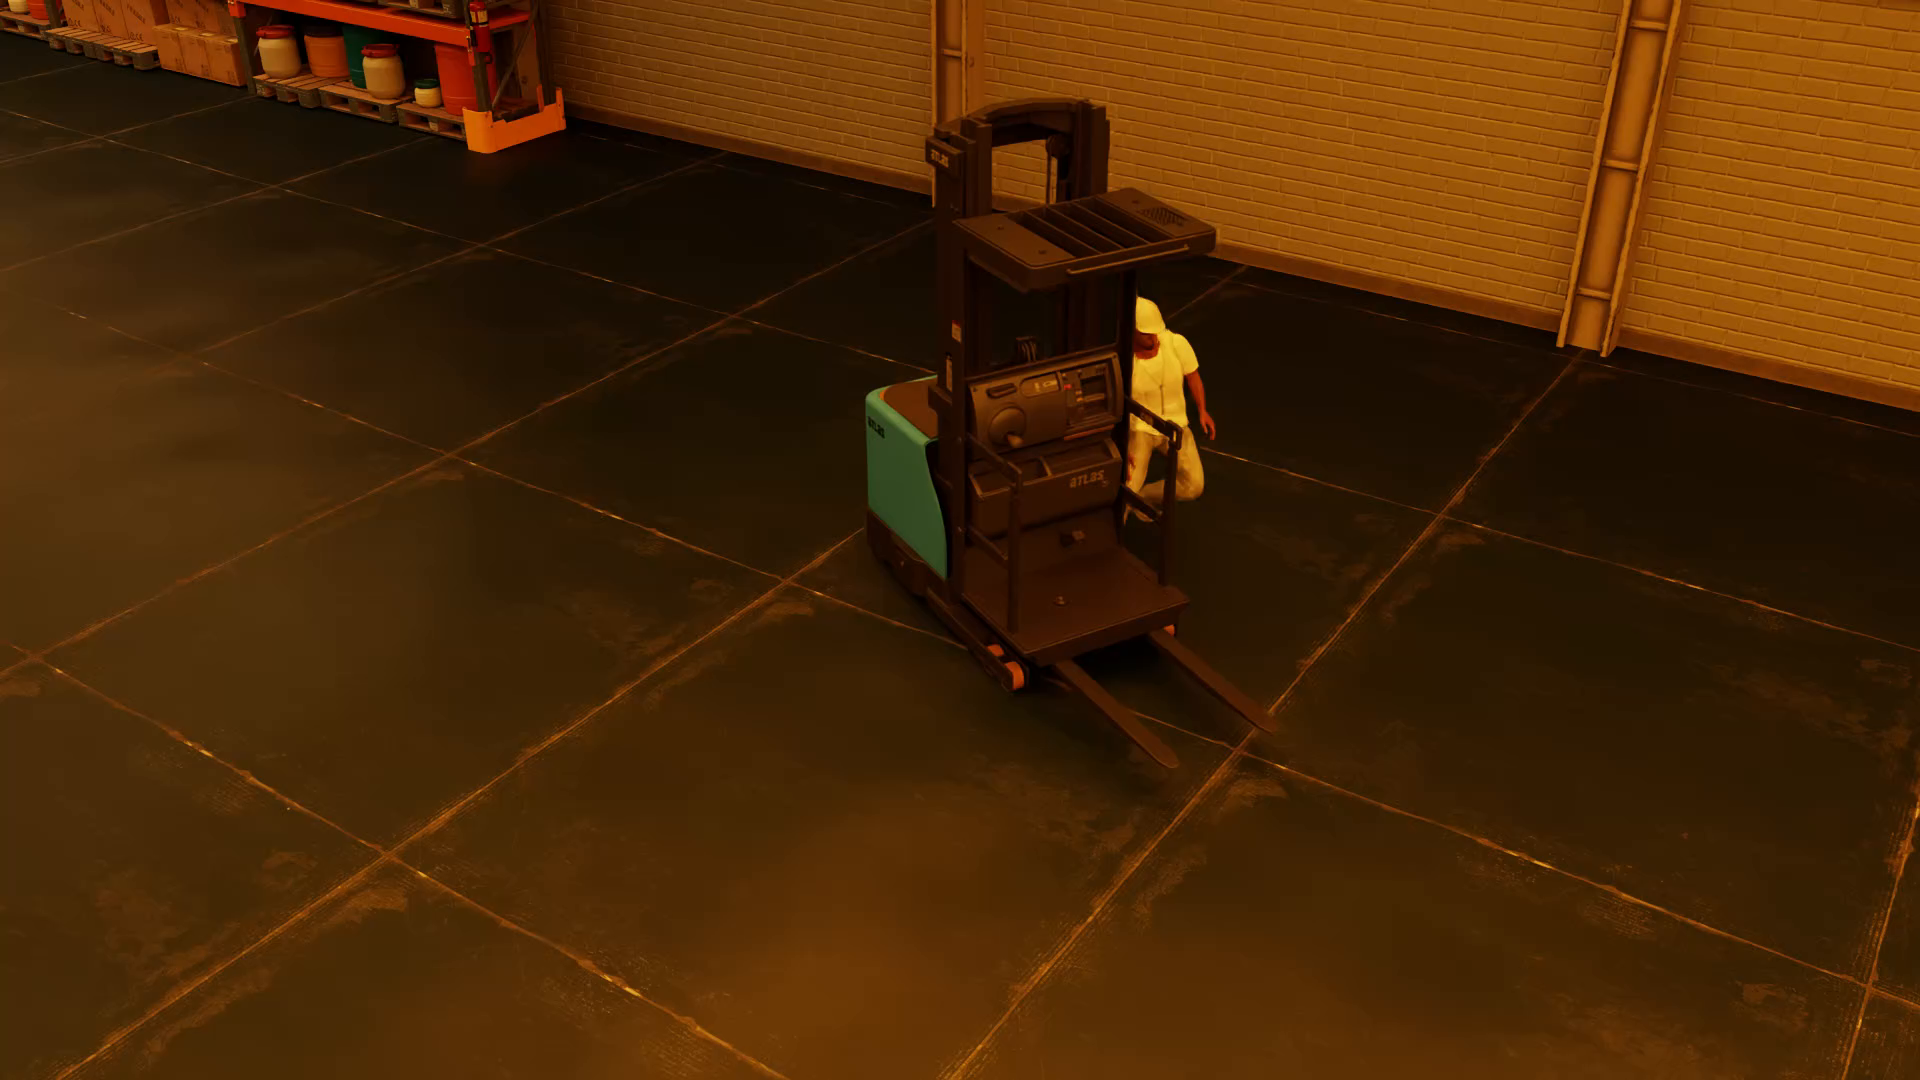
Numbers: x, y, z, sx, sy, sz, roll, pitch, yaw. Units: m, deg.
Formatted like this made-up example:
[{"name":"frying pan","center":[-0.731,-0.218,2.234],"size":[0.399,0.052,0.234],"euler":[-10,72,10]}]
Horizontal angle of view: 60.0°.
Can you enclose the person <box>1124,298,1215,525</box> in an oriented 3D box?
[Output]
[{"name":"person","center":[1.153,-0.632,9.945],"size":[0.804,1.621,0.693],"euler":[-10,32,-17]}]

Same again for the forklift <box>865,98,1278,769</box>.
[{"name":"forklift","center":[0.580,-0.701,8.789],"size":[1.130,2.935,3.031],"euler":[-16,34,-25]}]
